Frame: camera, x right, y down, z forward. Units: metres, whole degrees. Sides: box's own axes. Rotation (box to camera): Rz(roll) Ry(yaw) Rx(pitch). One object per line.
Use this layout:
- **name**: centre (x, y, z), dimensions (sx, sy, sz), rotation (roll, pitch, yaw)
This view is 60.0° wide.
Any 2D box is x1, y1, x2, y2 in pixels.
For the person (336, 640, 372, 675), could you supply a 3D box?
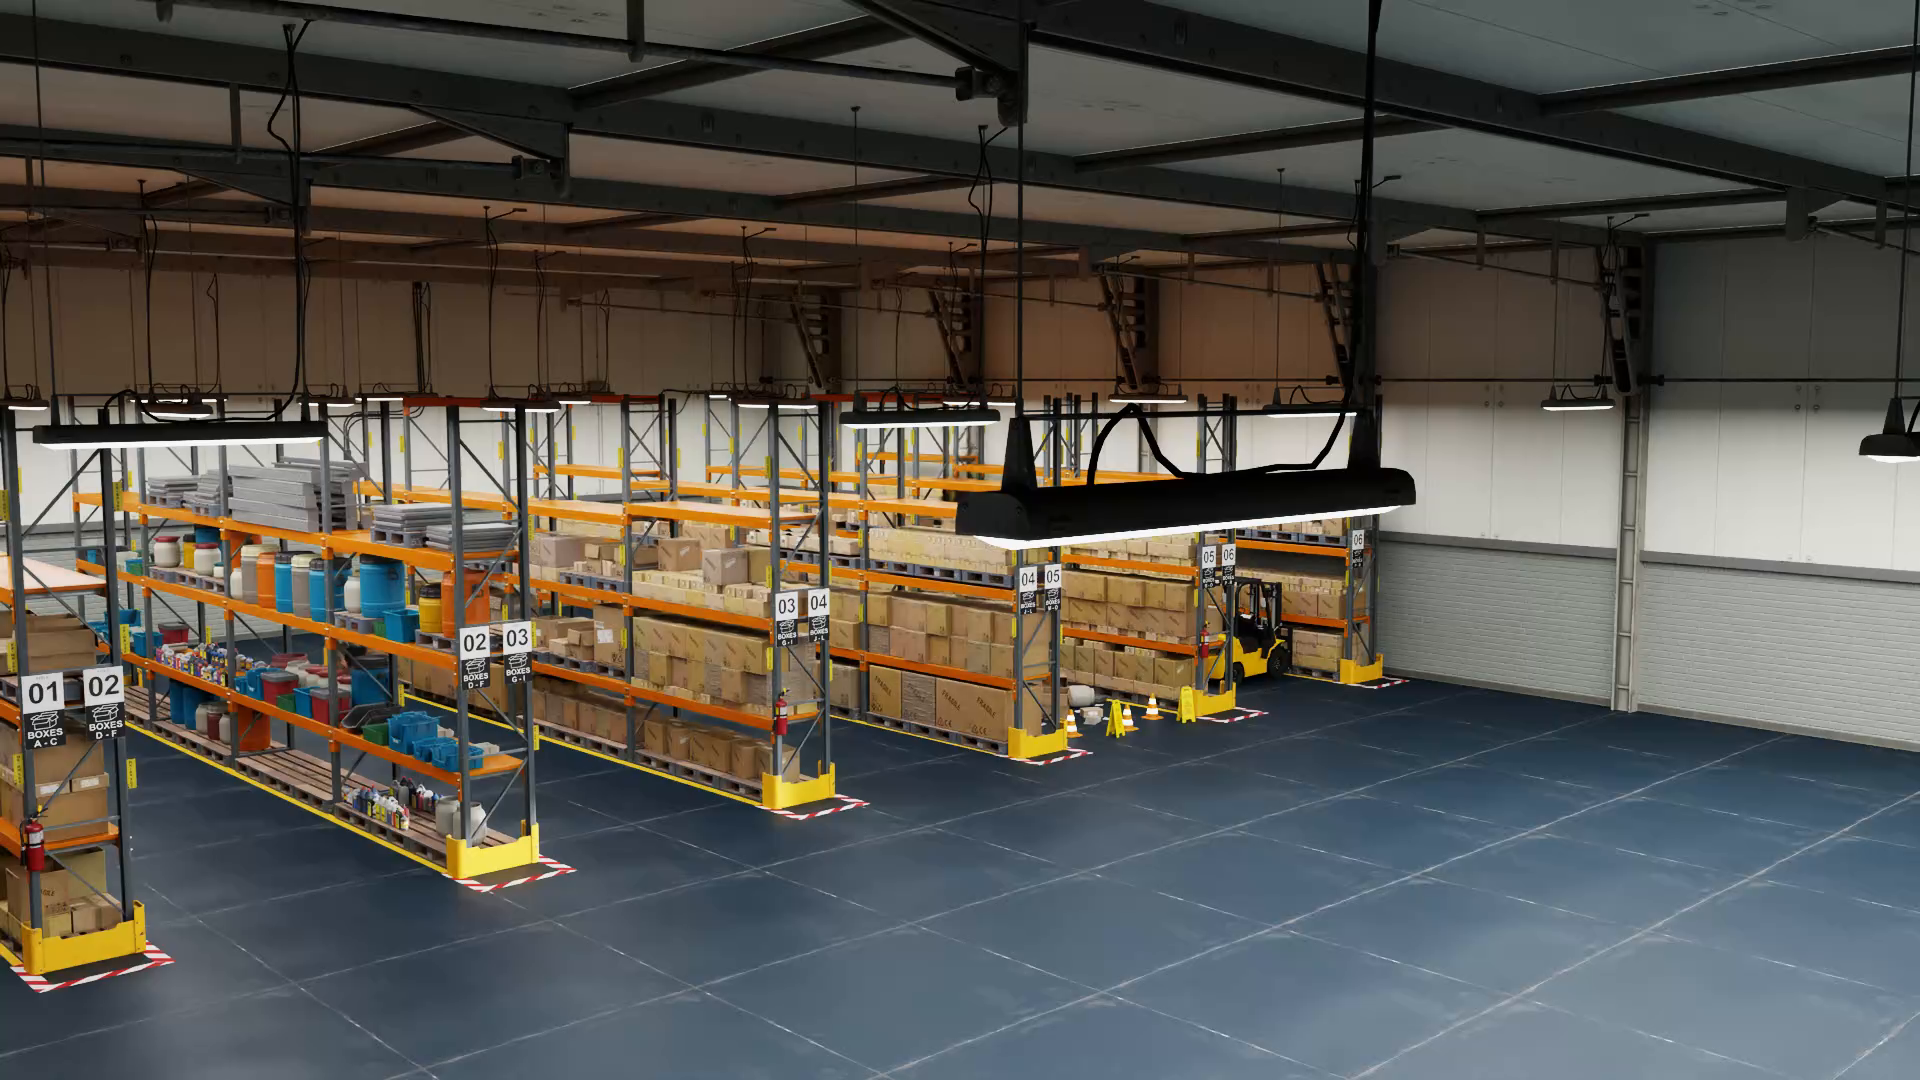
- **person**: centre (-11.410, 2.448, 31.425), dimensions (0.781, 1.784, 0.638), rotation (4, 7, 36)

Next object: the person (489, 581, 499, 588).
- **person**: centre (-10.948, 1.770, 38.735), dimensions (0.761, 1.685, 0.540), rotation (-1, 6, -9)
